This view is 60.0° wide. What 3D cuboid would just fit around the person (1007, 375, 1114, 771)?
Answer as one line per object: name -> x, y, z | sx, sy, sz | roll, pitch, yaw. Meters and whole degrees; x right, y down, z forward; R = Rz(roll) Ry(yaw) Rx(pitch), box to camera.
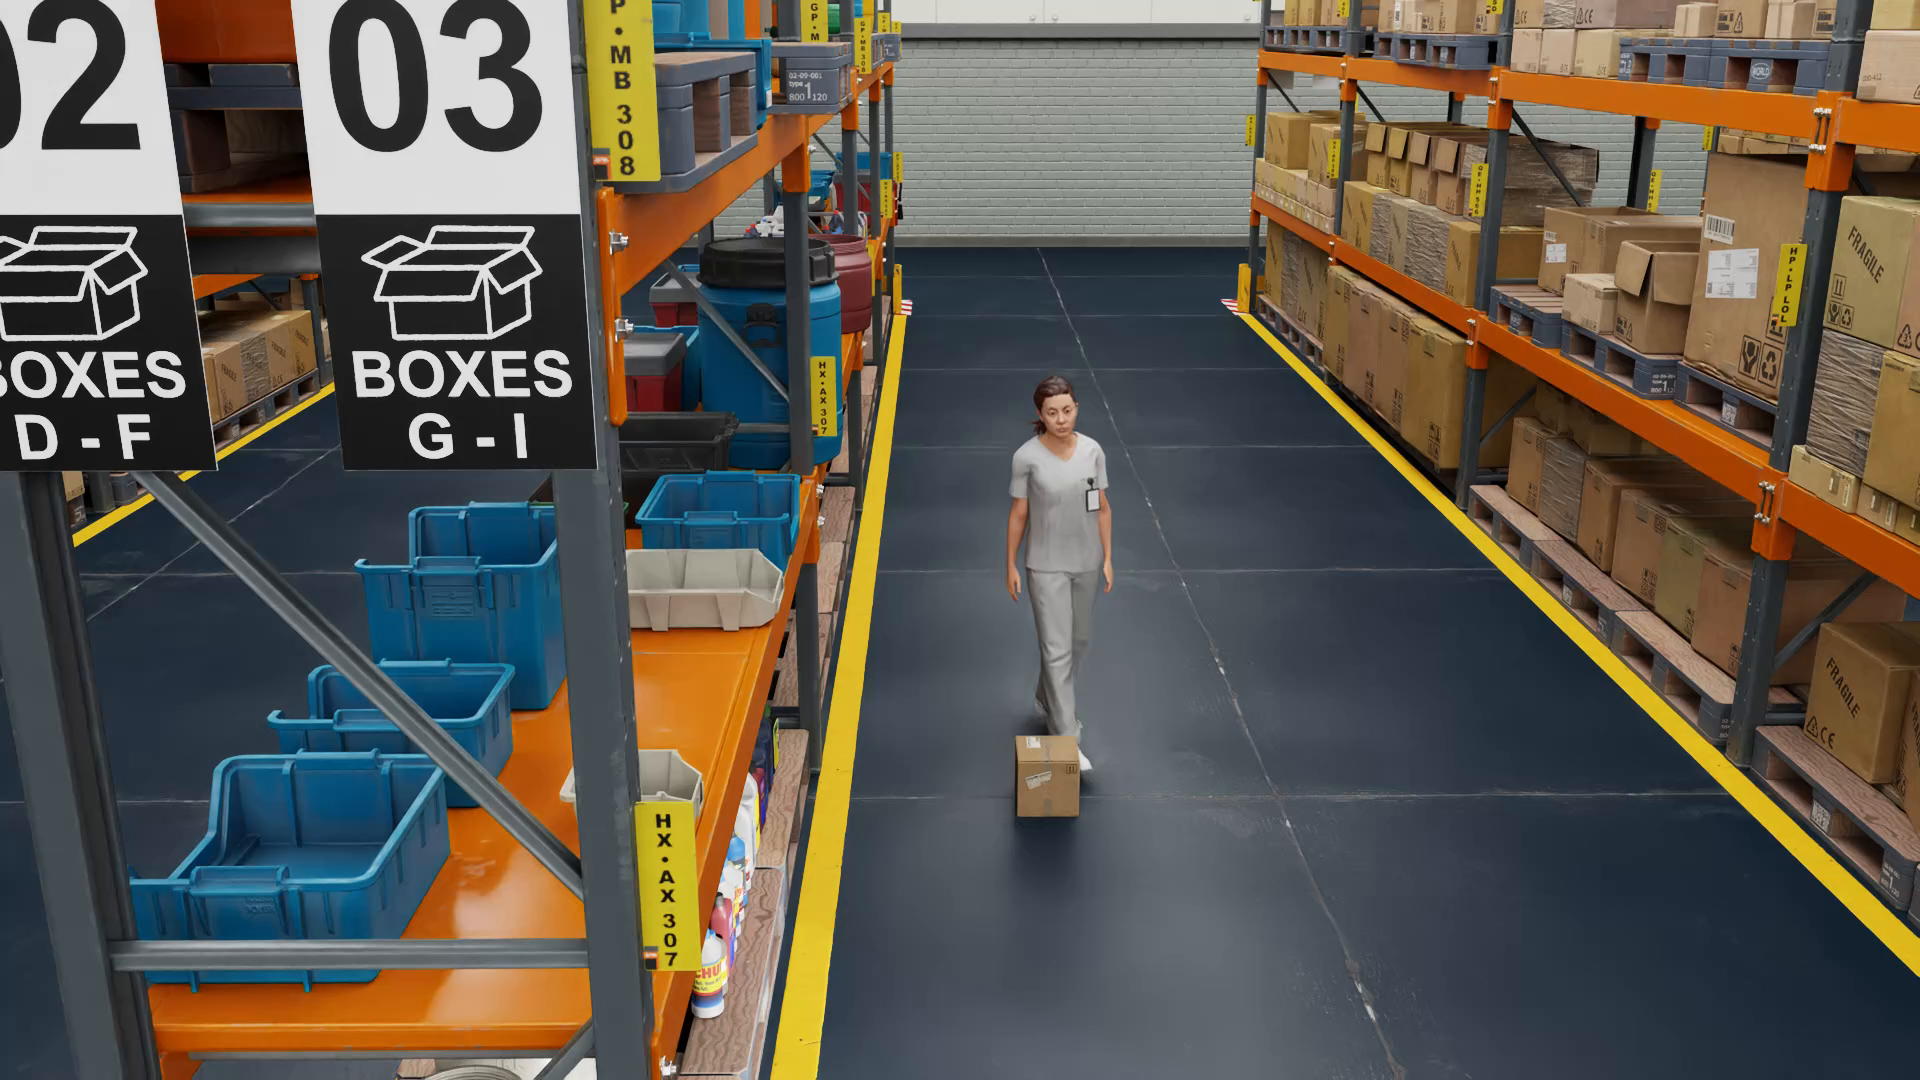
person -> 0.450, 0.127, 7.123 | 0.467, 1.664, 0.741 | -6, 18, -19
